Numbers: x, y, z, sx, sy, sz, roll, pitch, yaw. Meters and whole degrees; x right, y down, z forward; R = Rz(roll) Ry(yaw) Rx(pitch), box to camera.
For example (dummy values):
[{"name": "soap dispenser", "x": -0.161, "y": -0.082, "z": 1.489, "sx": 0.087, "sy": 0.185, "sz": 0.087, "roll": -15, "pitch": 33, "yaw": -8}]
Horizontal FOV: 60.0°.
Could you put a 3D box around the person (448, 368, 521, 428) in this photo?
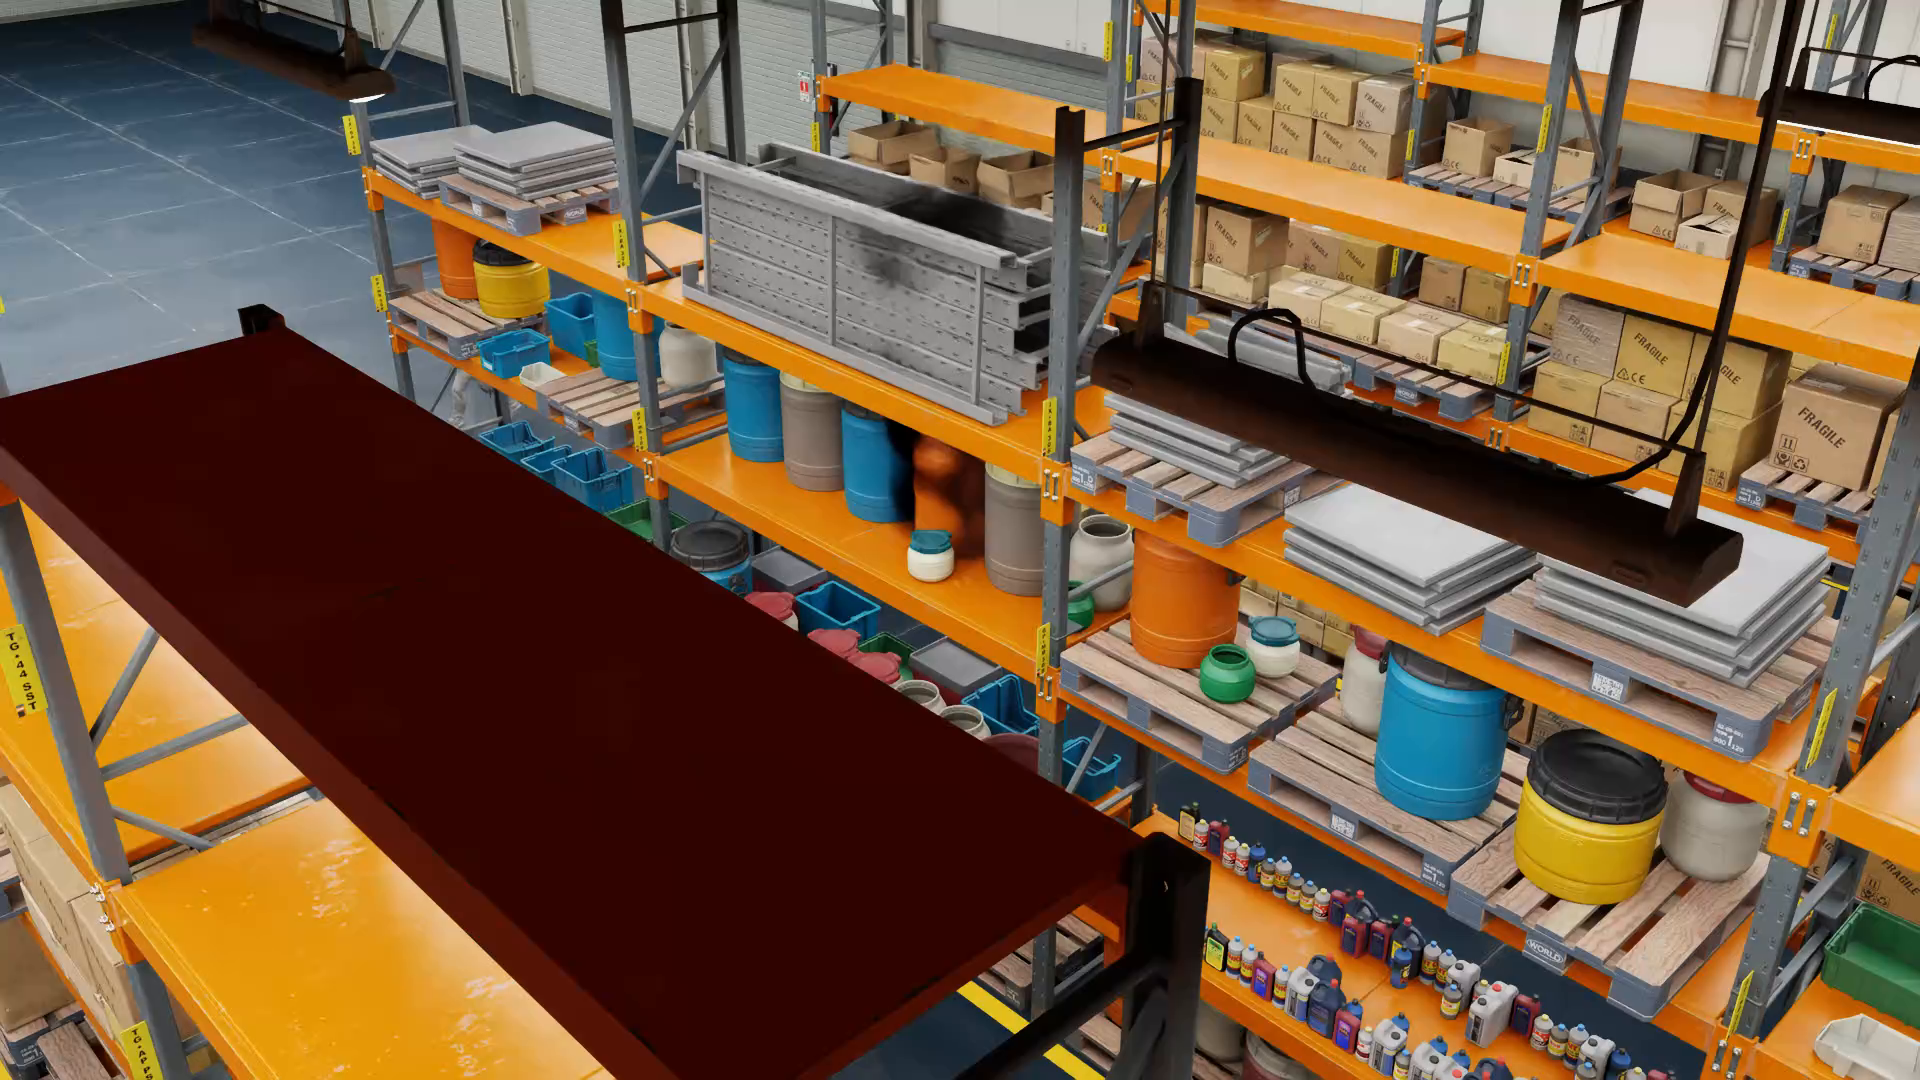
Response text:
[{"name": "person", "x": -5.554, "y": -2.060, "z": 18.900, "sx": 0.938, "sy": 1.695, "sz": 0.621, "roll": -7, "pitch": 29, "yaw": -12}]
